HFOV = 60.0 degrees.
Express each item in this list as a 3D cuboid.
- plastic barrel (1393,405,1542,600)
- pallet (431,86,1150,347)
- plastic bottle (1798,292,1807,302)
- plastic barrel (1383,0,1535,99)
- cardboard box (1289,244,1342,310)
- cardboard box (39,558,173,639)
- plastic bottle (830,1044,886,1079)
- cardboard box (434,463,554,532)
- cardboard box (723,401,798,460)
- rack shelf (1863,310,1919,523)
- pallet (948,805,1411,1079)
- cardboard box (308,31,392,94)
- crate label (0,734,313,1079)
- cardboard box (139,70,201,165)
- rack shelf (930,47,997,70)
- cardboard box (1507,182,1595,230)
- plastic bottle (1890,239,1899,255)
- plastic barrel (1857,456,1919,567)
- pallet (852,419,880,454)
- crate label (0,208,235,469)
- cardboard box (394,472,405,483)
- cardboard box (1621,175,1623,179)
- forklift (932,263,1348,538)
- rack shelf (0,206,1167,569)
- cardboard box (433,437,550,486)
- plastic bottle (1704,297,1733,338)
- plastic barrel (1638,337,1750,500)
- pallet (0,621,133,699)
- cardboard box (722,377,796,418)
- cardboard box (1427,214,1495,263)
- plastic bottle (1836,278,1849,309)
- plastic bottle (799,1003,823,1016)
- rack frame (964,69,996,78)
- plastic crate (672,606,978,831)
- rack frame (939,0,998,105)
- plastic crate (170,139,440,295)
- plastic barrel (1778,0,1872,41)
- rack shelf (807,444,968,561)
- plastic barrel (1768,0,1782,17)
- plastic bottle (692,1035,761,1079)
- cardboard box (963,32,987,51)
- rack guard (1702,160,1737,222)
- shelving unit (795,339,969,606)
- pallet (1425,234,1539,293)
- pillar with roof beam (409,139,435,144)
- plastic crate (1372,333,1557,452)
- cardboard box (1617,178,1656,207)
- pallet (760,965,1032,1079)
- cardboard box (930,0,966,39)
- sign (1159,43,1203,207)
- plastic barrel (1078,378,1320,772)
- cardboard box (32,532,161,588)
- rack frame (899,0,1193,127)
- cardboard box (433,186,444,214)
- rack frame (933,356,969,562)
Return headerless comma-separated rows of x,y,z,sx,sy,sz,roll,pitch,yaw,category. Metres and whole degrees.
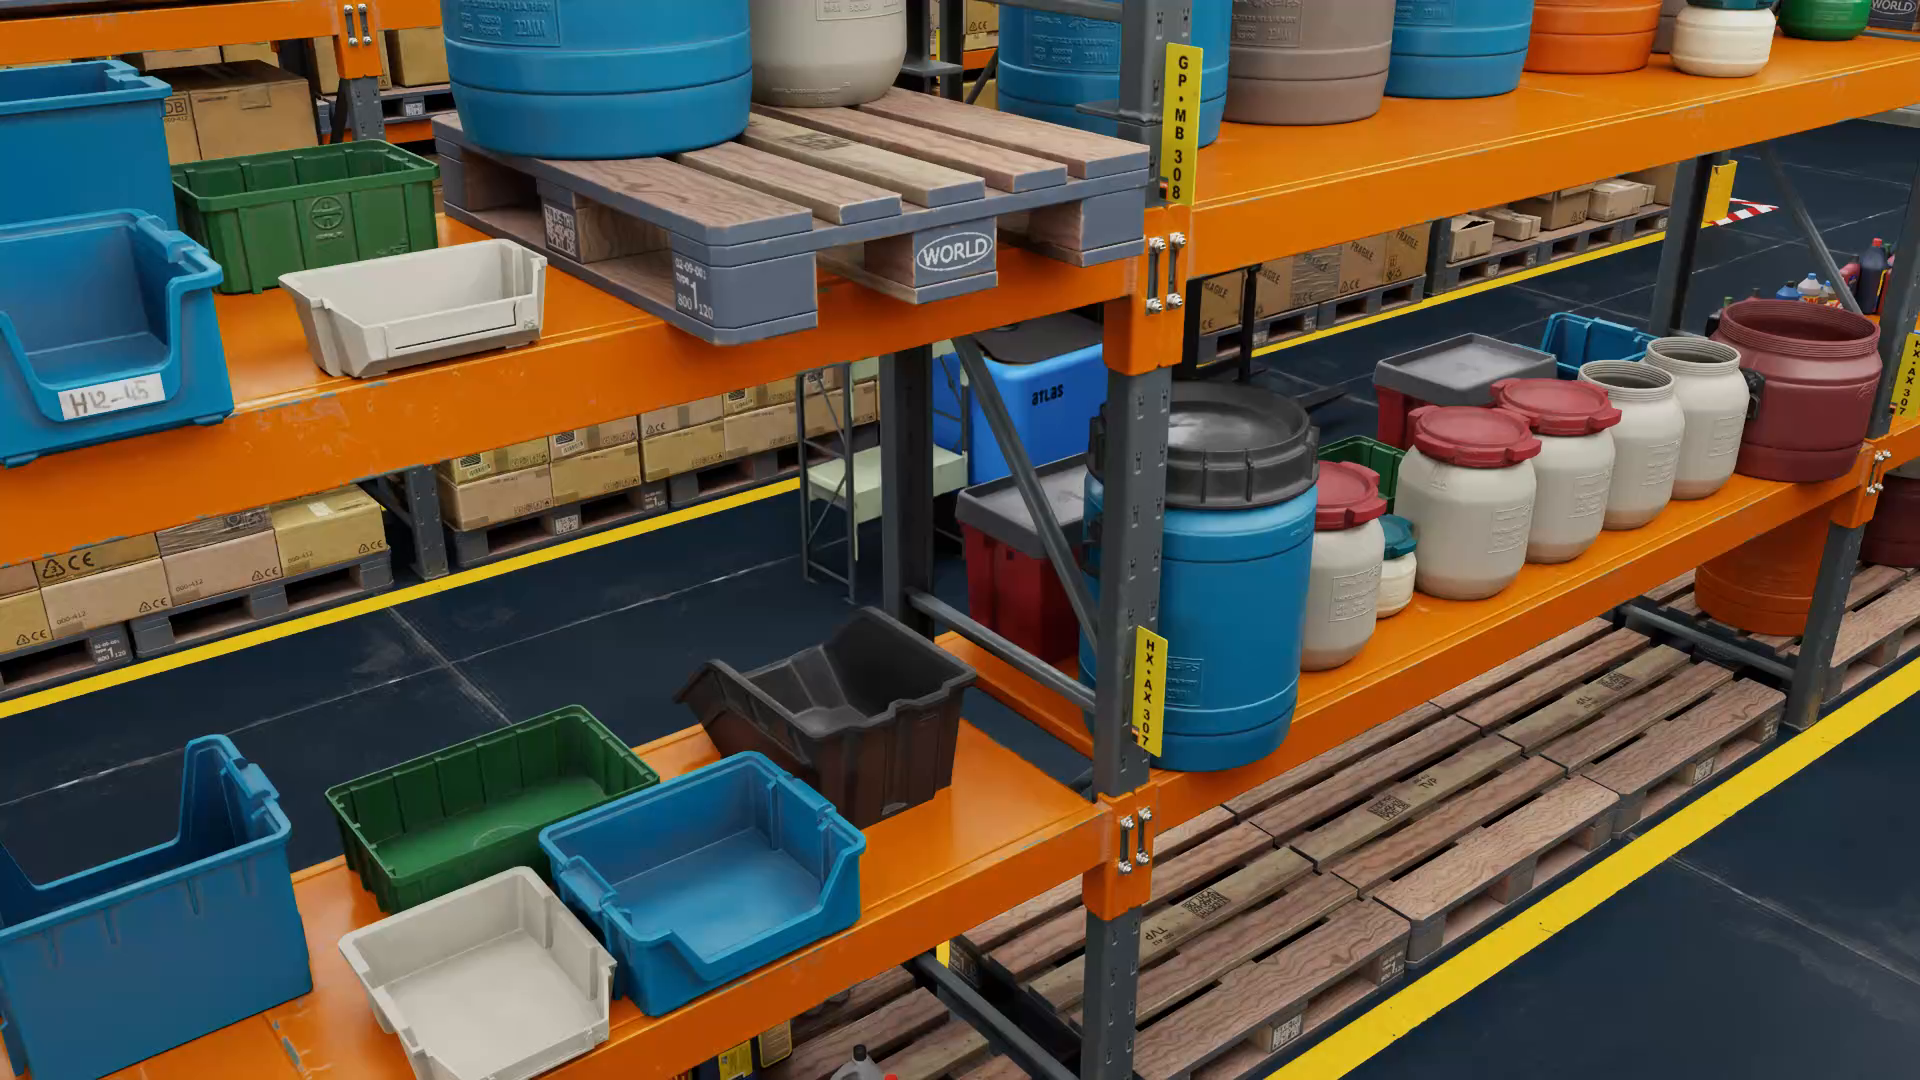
1.596,-0.117,5.277,0.433,0.535,0.433,0,25,0,plastic barrel
-0.377,-0.744,3.450,1.003,0.211,1.213,-18,31,-34,pallet
3.847,-1.044,7.672,0.097,0.201,0.097,0,25,0,plastic bottle
1.427,-1.820,4.950,0.708,0.901,0.600,-18,31,-34,plastic barrel
2.372,-1.995,11.933,0.500,0.500,0.500,-18,30,-33,cardboard box
-3.937,0.181,7.565,0.500,0.250,0.500,-18,31,-34,cardboard box
-0.287,1.528,4.517,0.185,0.351,0.144,-18,31,-34,plastic bottle
-2.452,-0.296,8.593,0.500,0.250,0.500,-19,31,-35,cardboard box
-1.243,-0.696,9.454,0.500,0.250,0.500,-18,30,-33,cardboard box
4.852,-0.921,8.025,4.000,0.370,1.077,-18,31,-34,rack shelf
0.725,1.359,5.570,1.213,0.211,1.003,-18,31,-34,pallet
-4.618,-3.660,12.433,0.500,0.500,0.700,-14,28,-27,cardboard box
-1.735,0.767,3.493,0.616,0.435,0.502,-18,31,-34,crate label
-3.665,-1.715,7.223,0.500,0.500,0.700,-18,31,-34,cardboard box
-1.261,-4.203,15.097,4.000,0.370,1.077,-18,31,-34,rack shelf
4.848,-2.965,14.019,0.637,0.503,0.797,-18,31,-34,cardboard box
4.634,-1.359,8.173,0.185,0.351,0.144,-18,31,-34,plastic bottle
4.542,-0.250,8.092,0.708,0.588,0.600,-18,31,-34,plastic barrel
-0.447,-0.904,10.446,1.213,0.211,1.003,-18,31,-34,pallet
-1.340,-0.319,2.489,0.408,0.251,0.502,-18,31,-34,crate label
-2.775,-0.477,8.983,0.500,0.250,0.500,-19,31,-35,cardboard box
5.979,-3.359,15.289,0.250,0.149,0.380,-18,31,-34,cardboard box
1.037,-1.724,8.982,3.031,2.935,1.130,-21,32,-37,forklift
-1.443,-0.203,2.916,4.000,0.370,1.077,-18,31,-34,rack shelf
-2.444,-0.553,8.479,0.500,0.311,0.500,-18,30,-34,cardboard box
3.334,-0.921,7.310,0.133,0.283,0.061,-18,31,-34,plastic bottle
2.601,-0.440,6.003,0.421,0.512,0.421,0,25,0,plastic barrel
-4.535,0.446,7.539,1.213,0.211,1.003,-18,31,-34,pallet
-1.235,-0.953,9.341,0.500,0.311,0.500,-17,30,-33,cardboard box
3.837,-2.426,13.085,0.500,0.311,0.500,-18,31,-34,cardboard box
4.154,-1.145,7.889,0.097,0.201,0.097,0,25,0,plastic bottle
-0.470,1.345,5.090,0.097,0.201,0.097,0,25,0,plastic bottle
0.313,-5.049,16.065,0.127,3.000,1.000,-18,31,-34,rack frame
-0.359,0.433,4.327,0.504,0.338,0.767,-18,31,-34,plastic crate
0.225,-2.369,10.292,0.127,3.000,1.000,-18,31,-34,rack frame
-1.279,-0.633,3.240,0.450,0.188,0.336,-18,31,-34,plastic crate
3.116,-1.937,5.981,0.294,0.245,0.294,0,25,0,plastic barrel
-0.368,-0.233,8.245,0.720,0.370,0.431,-21,32,-37,rack shelf
2.845,-2.160,6.144,0.421,0.512,0.421,0,25,0,plastic barrel
-0.671,1.433,4.722,0.185,0.351,0.144,-18,31,-34,plastic bottle
0.038,-4.689,15.564,0.250,0.149,0.380,-18,30,-33,cardboard box
6.461,-3.294,15.254,0.348,0.500,1.175,-18,31,-34,rack guard
-0.368,-0.529,8.108,0.755,1.500,0.431,-21,32,-37,shelving unit
3.914,-2.322,13.502,1.213,0.211,1.003,-18,31,-34,pallet
-1.735,-5.253,9.380,0.400,9.000,9.100,-18,31,-34,pillar with roof beam
1.818,-0.438,6.055,0.583,0.464,0.402,-18,31,-34,plastic crate
5.870,-3.064,14.631,0.250,0.166,0.380,-18,31,-34,cardboard box
-0.423,1.737,4.757,1.213,0.211,1.003,-18,31,-34,pallet
-0.290,-4.899,15.246,0.500,0.500,0.500,-18,30,-34,cardboard box
0.462,-0.868,3.484,0.005,0.325,0.100,-18,31,-34,sign
0.622,0.084,4.410,0.708,0.901,0.600,-18,31,-34,plastic barrel
-3.944,-0.164,7.416,0.500,0.500,0.500,-18,31,-34,cardboard box
0.131,-2.410,3.253,0.127,3.000,1.000,-18,31,-34,rack frame
-4.220,-2.637,13.316,0.500,0.500,0.700,-18,31,-34,cardboard box
-0.097,-0.632,8.330,0.023,1.500,0.400,-21,32,-37,rack frame
